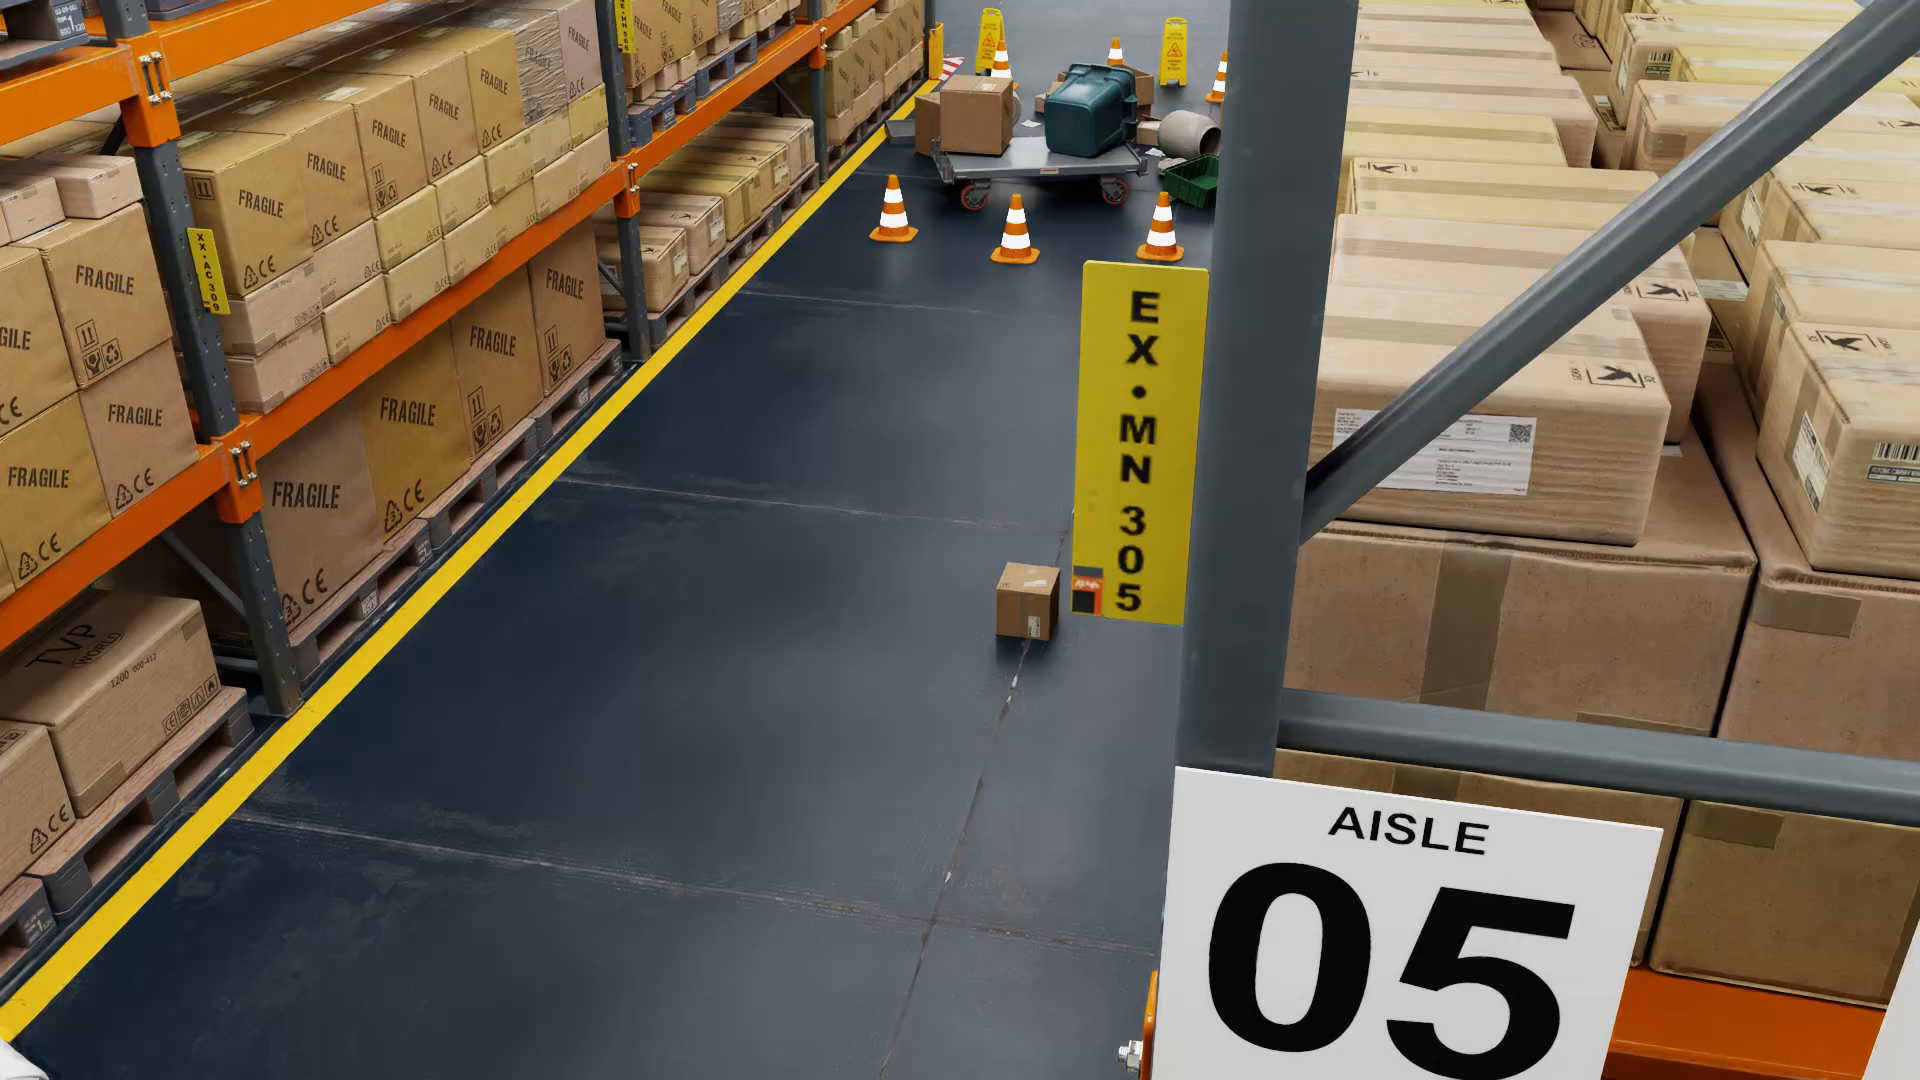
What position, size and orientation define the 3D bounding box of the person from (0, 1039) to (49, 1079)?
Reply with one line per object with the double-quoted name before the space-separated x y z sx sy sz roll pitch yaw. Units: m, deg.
"person" -2.112 1.562 3.699 0.545 1.759 0.633 18 33 30
